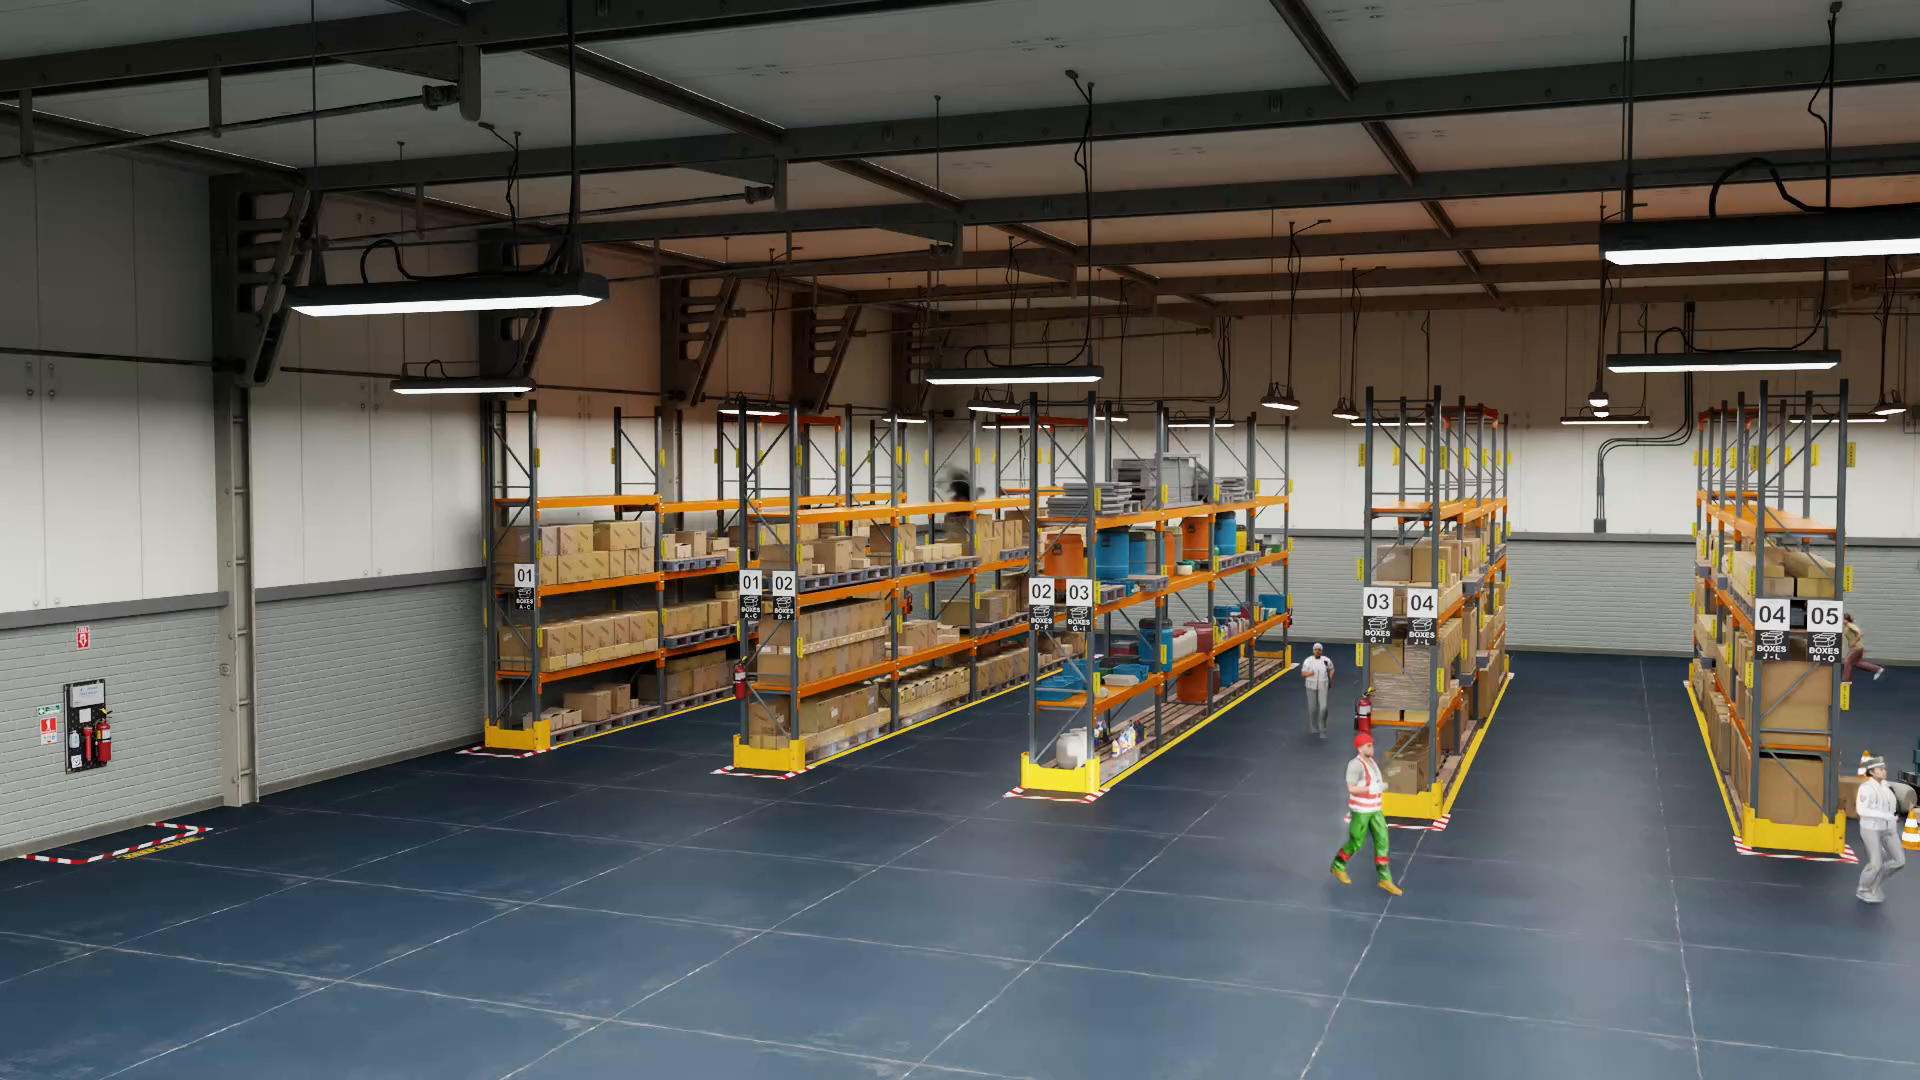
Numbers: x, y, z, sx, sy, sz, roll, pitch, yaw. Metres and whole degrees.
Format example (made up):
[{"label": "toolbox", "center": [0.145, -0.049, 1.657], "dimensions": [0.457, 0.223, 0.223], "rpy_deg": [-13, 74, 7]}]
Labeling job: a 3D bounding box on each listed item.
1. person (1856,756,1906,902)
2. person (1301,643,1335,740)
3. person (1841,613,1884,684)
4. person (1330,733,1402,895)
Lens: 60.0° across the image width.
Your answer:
[{"label": "person", "center": [10.312, 3.242, 18.570], "dimensions": [0.600, 1.661, 0.570], "rpy_deg": [-1, 3, -21]}, {"label": "person", "center": [6.409, 2.704, 29.803], "dimensions": [0.585, 1.719, 0.708], "rpy_deg": [1, 3, 13]}, {"label": "person", "center": [19.774, 2.424, 36.476], "dimensions": [0.912, 1.627, 0.588], "rpy_deg": [1, 3, 14]}, {"label": "person", "center": [4.677, 3.124, 19.155], "dimensions": [0.645, 1.800, 0.899], "rpy_deg": [-2, 4, -41]}]
